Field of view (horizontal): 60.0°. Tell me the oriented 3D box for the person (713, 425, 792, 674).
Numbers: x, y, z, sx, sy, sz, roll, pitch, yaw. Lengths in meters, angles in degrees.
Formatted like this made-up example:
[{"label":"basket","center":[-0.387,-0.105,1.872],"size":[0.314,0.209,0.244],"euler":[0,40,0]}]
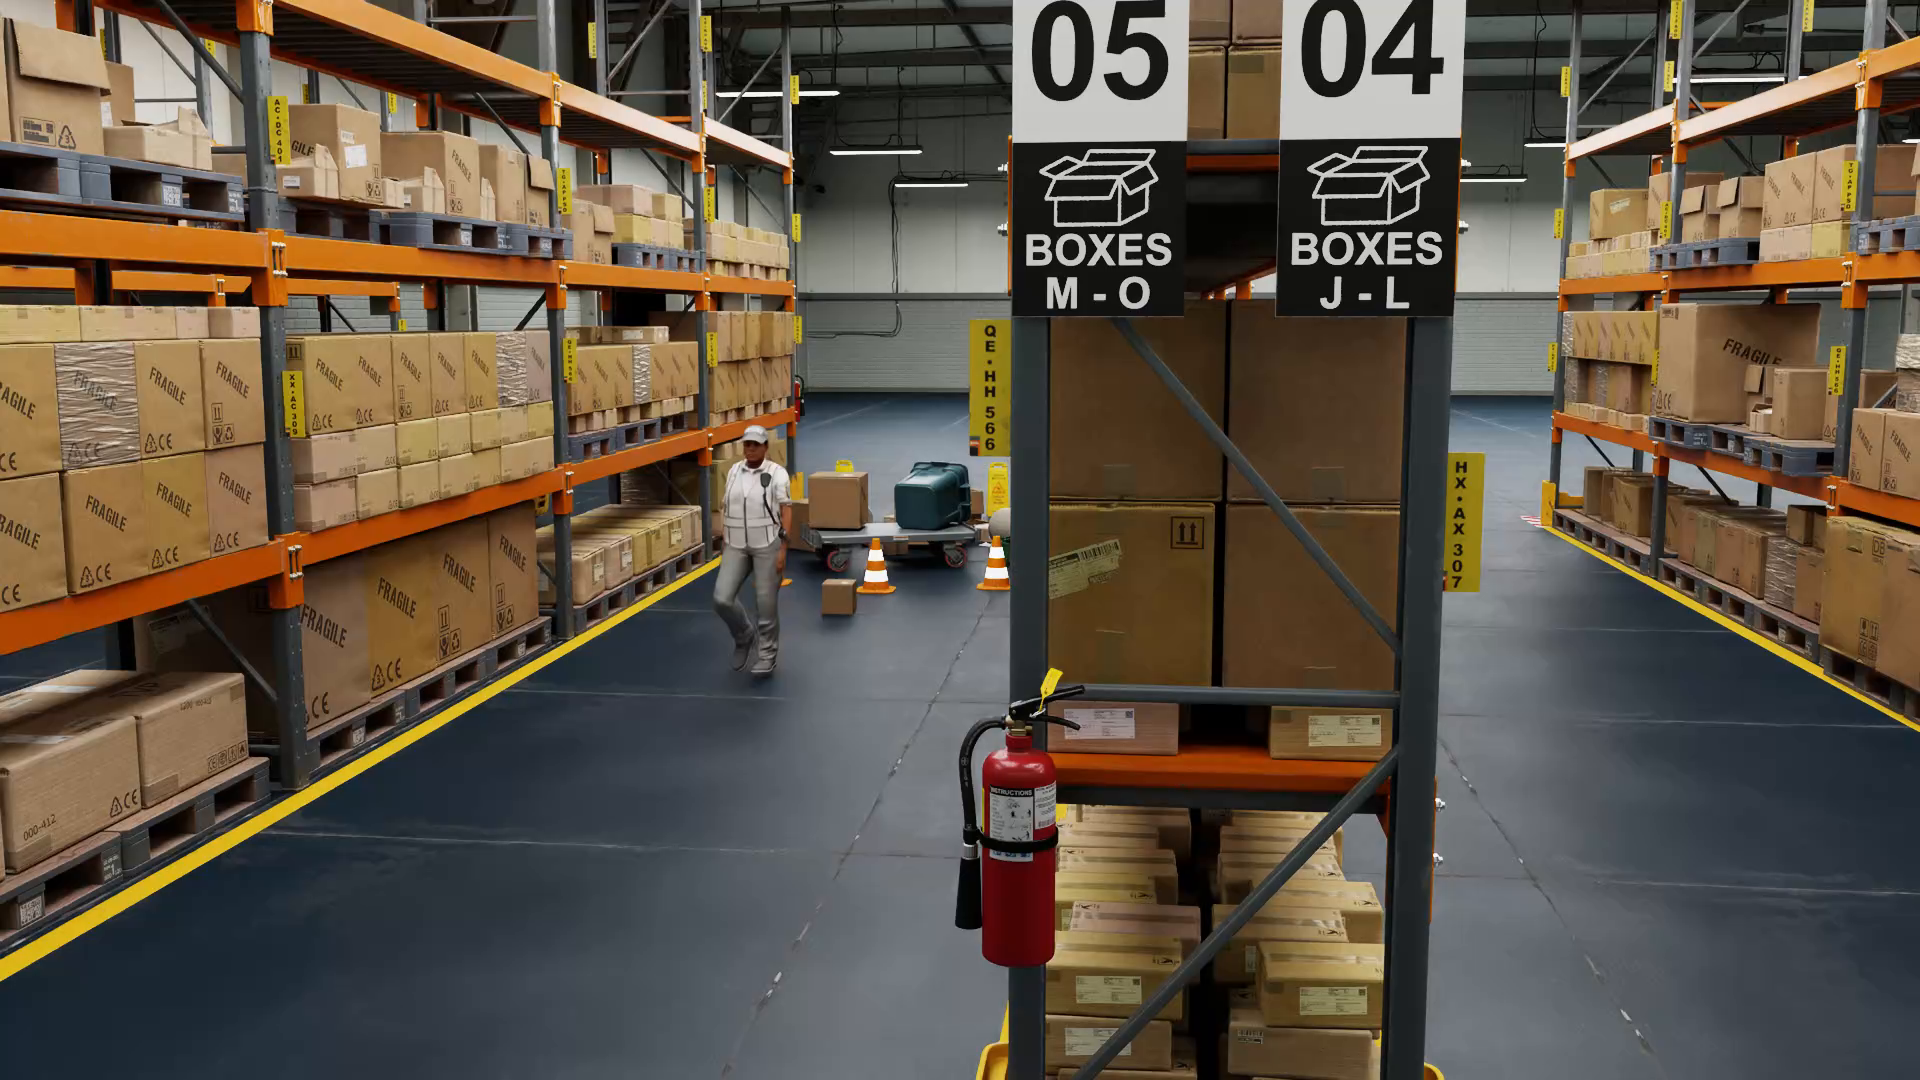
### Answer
[{"label":"person","center":[-1.375,0.074,11.099],"size":[0.505,1.679,0.454],"euler":[2,8,12]}]
